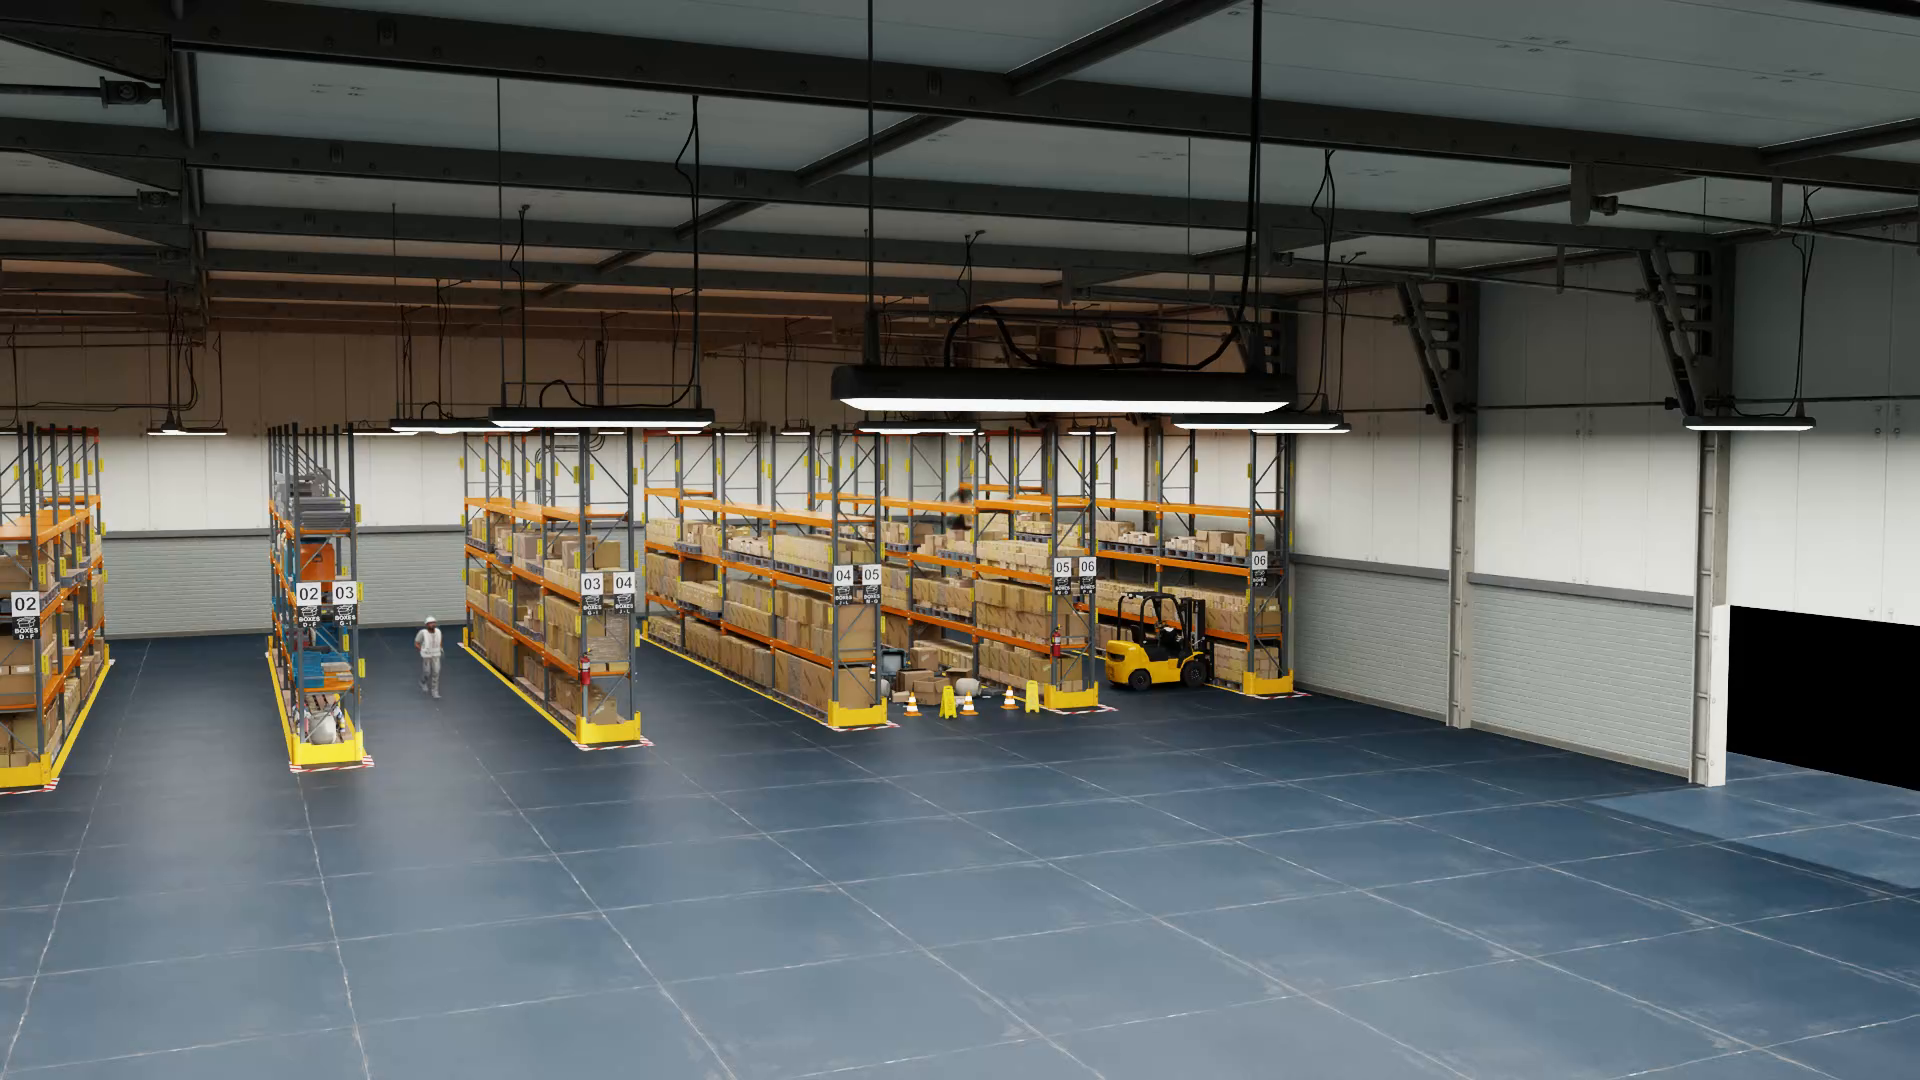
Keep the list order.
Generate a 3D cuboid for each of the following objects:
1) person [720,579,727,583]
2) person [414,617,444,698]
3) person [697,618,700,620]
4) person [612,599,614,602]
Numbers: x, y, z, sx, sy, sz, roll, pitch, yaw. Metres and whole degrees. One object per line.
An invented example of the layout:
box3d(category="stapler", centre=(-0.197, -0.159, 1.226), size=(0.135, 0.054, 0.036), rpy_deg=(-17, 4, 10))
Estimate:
box3d(category="person", centre=(-6.827, 1.947, 48.189), size=(0.677, 1.686, 0.596), rpy_deg=(-3, 4, -38))
box3d(category="person", centre=(-11.741, 2.590, 36.848), size=(0.682, 1.777, 0.885), rpy_deg=(-2, 4, -35))
box3d(category="person", centre=(-7.722, 1.856, 49.836), size=(0.573, 1.674, 0.673), rpy_deg=(-1, 4, -19))
box3d(category="person", centre=(-10.060, 1.970, 48.525), size=(0.727, 1.614, 0.671), rpy_deg=(-2, 4, -31))
